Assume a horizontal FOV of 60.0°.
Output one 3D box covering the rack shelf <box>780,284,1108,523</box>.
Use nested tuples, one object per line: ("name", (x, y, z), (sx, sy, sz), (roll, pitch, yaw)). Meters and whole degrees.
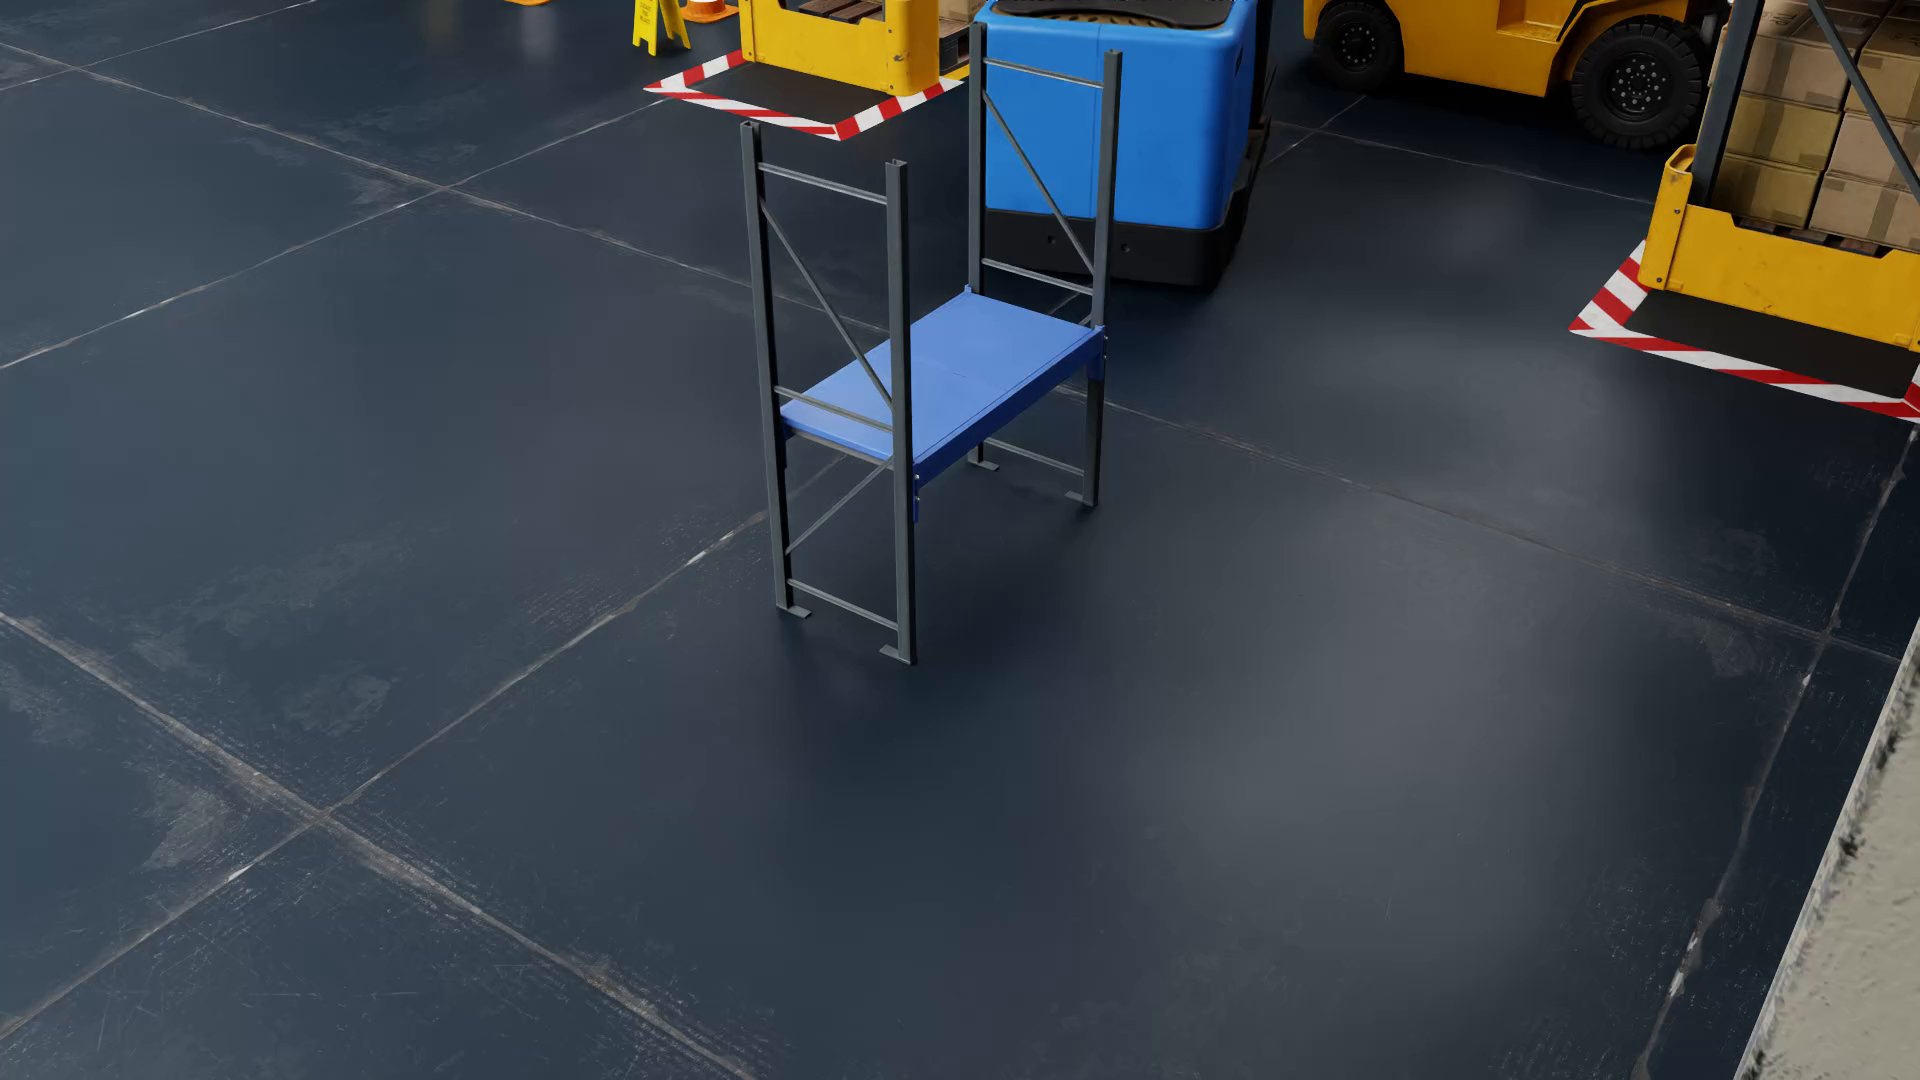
("rack shelf", (-0.049, -0.433, 4.924), (0.538, 0.185, 1.000), (21, 39, 28))

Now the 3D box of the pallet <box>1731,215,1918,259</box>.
("pallet", (3.775, -1.419, 7.211), (1.003, 0.211, 1.213), (21, 39, 28))

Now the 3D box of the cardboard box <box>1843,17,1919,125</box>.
("cardboard box", (3.803, -1.818, 6.500), (0.500, 0.250, 0.500), (21, 39, 28))

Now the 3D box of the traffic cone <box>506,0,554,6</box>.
("traffic cone", (-2.627, -3.549, 10.137), (0.336, 0.463, 0.334), (21, 39, 28))

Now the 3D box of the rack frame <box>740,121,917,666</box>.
("rack frame", (-0.339, -0.348, 4.478), (0.500, 1.500, 0.032), (21, 39, 28))

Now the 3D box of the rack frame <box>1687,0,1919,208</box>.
("rack frame", (3.374, -2.208, 5.890), (1.000, 3.000, 0.127), (21, 39, 28))

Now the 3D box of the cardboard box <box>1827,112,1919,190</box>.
("cardboard box", (3.812, -1.600, 6.624), (0.500, 0.250, 0.500), (22, 40, 29))

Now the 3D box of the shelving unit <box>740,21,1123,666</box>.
("shelving unit", (-0.049, -0.582, 4.824), (0.538, 1.500, 1.048), (21, 39, 28))

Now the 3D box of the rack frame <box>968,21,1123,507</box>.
("rack frame", (0.241, -0.816, 5.170), (0.500, 1.500, 0.032), (21, 39, 28))

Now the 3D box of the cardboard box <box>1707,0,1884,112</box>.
("cardboard box", (3.380, -1.969, 6.723), (0.500, 0.250, 0.500), (23, 40, 30))

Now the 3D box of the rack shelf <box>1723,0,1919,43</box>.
("rack shelf", (4.514, -2.831, 7.452), (1.077, 0.370, 4.000), (21, 39, 28))

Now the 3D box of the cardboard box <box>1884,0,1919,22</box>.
("cardboard box", (4.085, -2.049, 6.842), (0.500, 0.250, 0.500), (21, 39, 28))

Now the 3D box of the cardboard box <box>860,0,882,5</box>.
("cardboard box", (-0.453, -3.296, 9.578), (0.500, 0.250, 0.500), (21, 39, 28))

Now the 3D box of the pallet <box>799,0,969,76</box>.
("pallet", (-0.171, -3.035, 9.601), (1.003, 0.211, 1.213), (21, 39, 28))

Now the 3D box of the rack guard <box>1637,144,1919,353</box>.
("rack guard", (3.360, -1.162, 6.574), (1.175, 0.500, 0.348), (21, 39, 28))

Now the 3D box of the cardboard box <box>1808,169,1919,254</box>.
("cardboard box", (3.814, -1.407, 6.784), (0.500, 0.250, 0.500), (21, 40, 28))

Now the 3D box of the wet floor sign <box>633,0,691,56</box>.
("wet floor sign", (-1.694, -3.071, 9.267), (0.232, 0.644, 0.267), (-22, 40, -29))

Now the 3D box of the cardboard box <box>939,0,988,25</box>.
("cardboard box", (-0.019, -3.110, 9.303), (0.500, 0.250, 0.500), (21, 39, 28))

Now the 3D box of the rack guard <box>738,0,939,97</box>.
("rack guard", (-0.663, -2.792, 8.984), (1.175, 0.500, 0.348), (21, 39, 28))

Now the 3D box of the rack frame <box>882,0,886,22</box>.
("rack frame", (-0.706, -3.792, 8.232), (1.000, 3.000, 0.127), (21, 39, 28))

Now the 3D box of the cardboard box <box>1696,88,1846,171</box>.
("cardboard box", (3.394, -1.774, 6.881), (0.500, 0.250, 0.500), (21, 39, 28))

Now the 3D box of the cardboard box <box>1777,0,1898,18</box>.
("cardboard box", (3.666, -2.206, 7.073), (0.500, 0.250, 0.500), (22, 40, 29))

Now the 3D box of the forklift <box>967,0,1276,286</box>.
("forklift", (0.895, -3.055, 7.203), (1.130, 2.935, 3.031), (8, 35, 12))

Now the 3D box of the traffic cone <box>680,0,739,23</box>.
("traffic cone", (-1.521, -3.351, 9.844), (0.336, 0.463, 0.334), (21, 39, 28))

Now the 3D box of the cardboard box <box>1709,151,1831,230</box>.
("cardboard box", (3.382, -1.560, 7.011), (0.500, 0.250, 0.500), (22, 40, 28))

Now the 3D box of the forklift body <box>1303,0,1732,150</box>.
("forklift body", (2.956, -3.312, 8.280), (2.313, 2.155, 1.214), (21, 39, 28))
